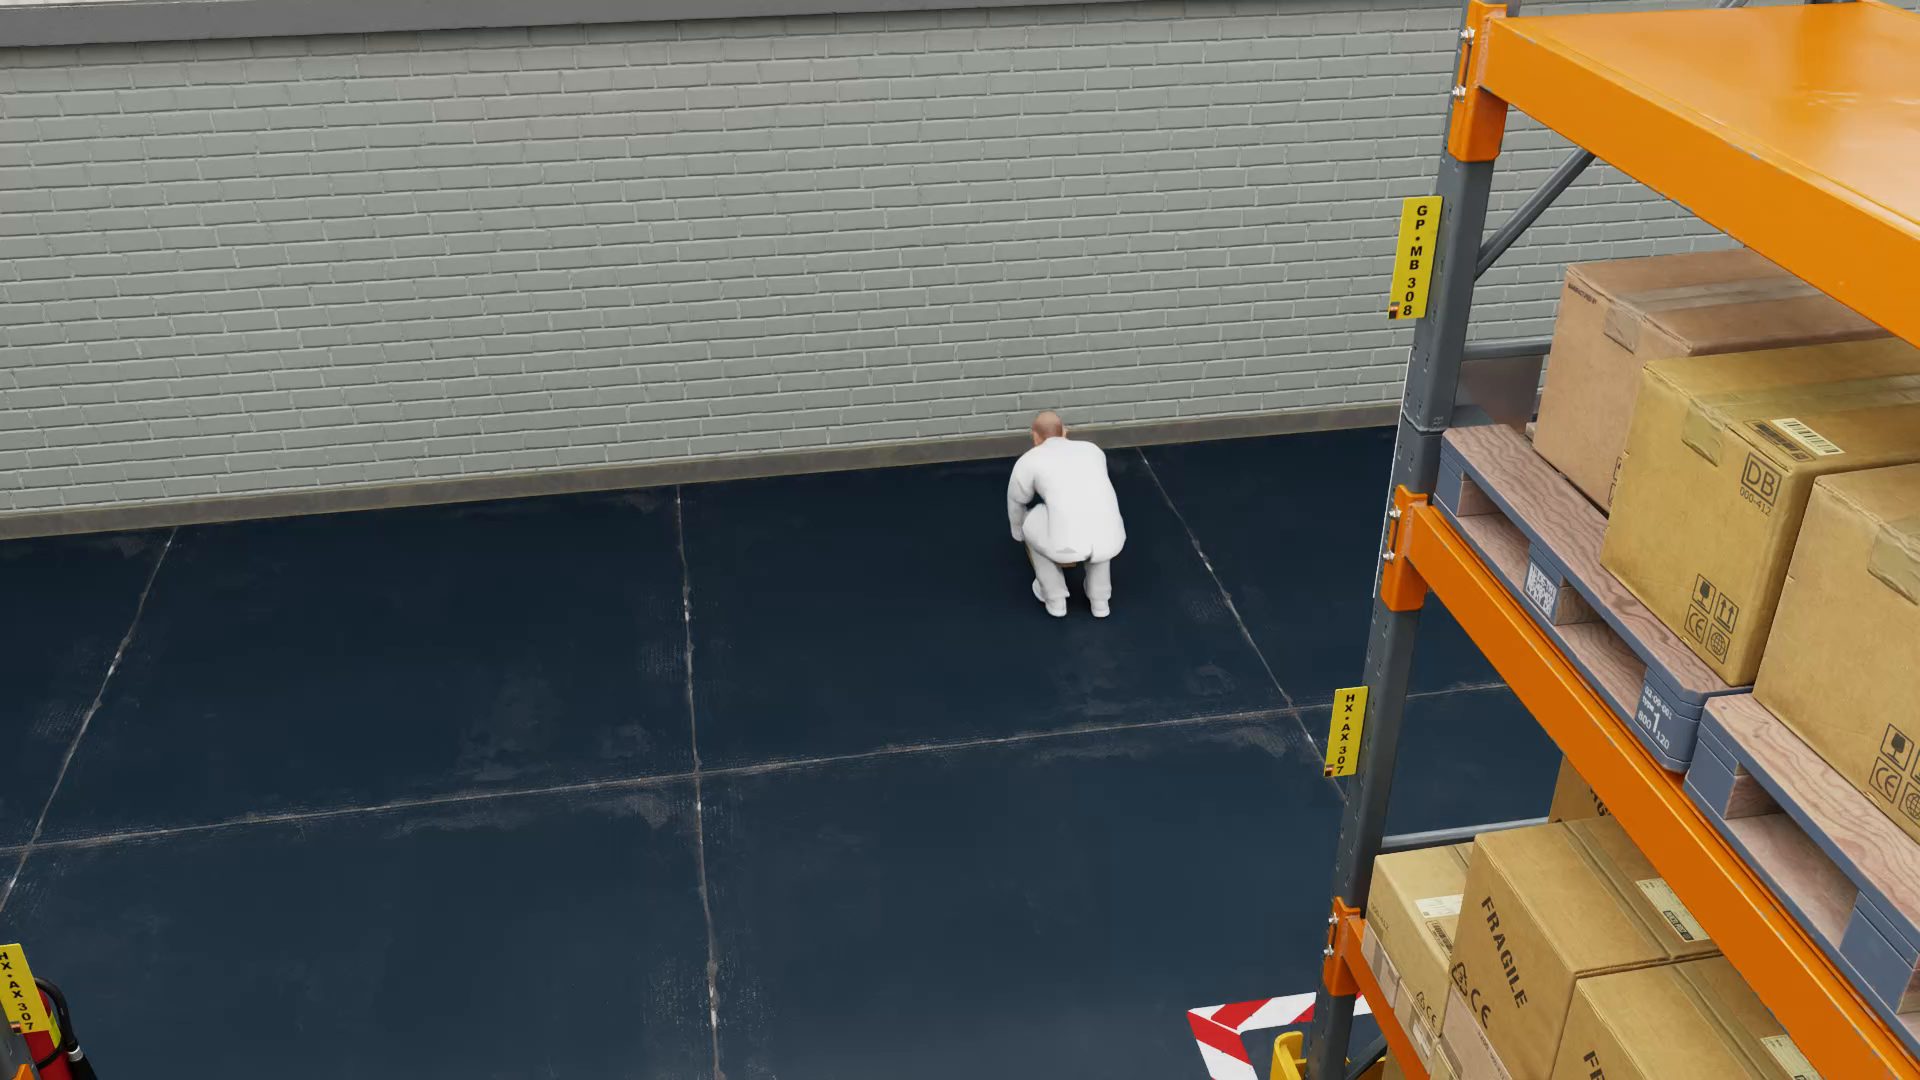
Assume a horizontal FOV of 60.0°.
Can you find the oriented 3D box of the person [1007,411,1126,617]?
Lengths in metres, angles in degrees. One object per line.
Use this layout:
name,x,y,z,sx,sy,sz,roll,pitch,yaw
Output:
person,0.588,-0.127,9.164,0.610,0.983,0.902,-5,31,-9
